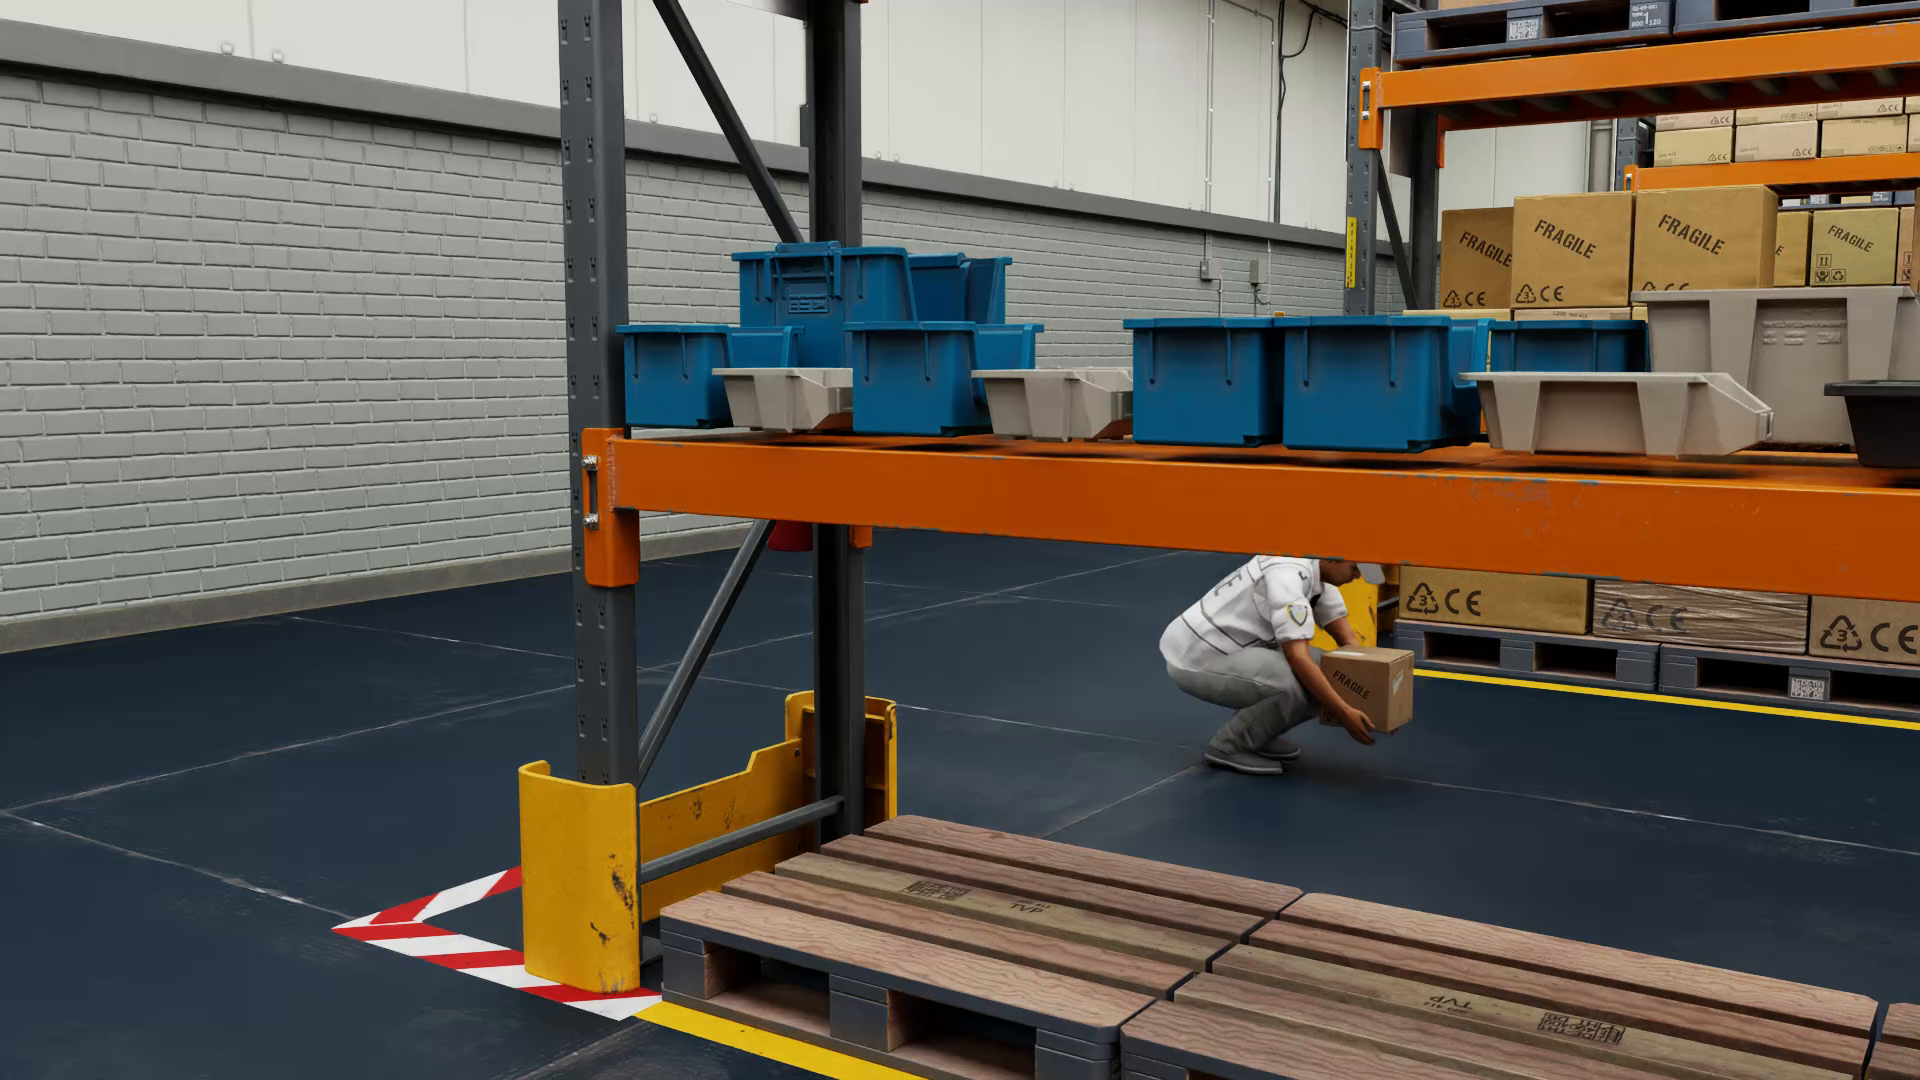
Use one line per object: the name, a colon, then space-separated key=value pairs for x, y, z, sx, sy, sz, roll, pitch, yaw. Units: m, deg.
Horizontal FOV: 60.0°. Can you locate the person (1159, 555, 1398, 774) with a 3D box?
person: x=1.159 y=0.366 z=6.058 sx=0.841 sy=0.939 sz=0.529 roll=4 pitch=8 yaw=33
